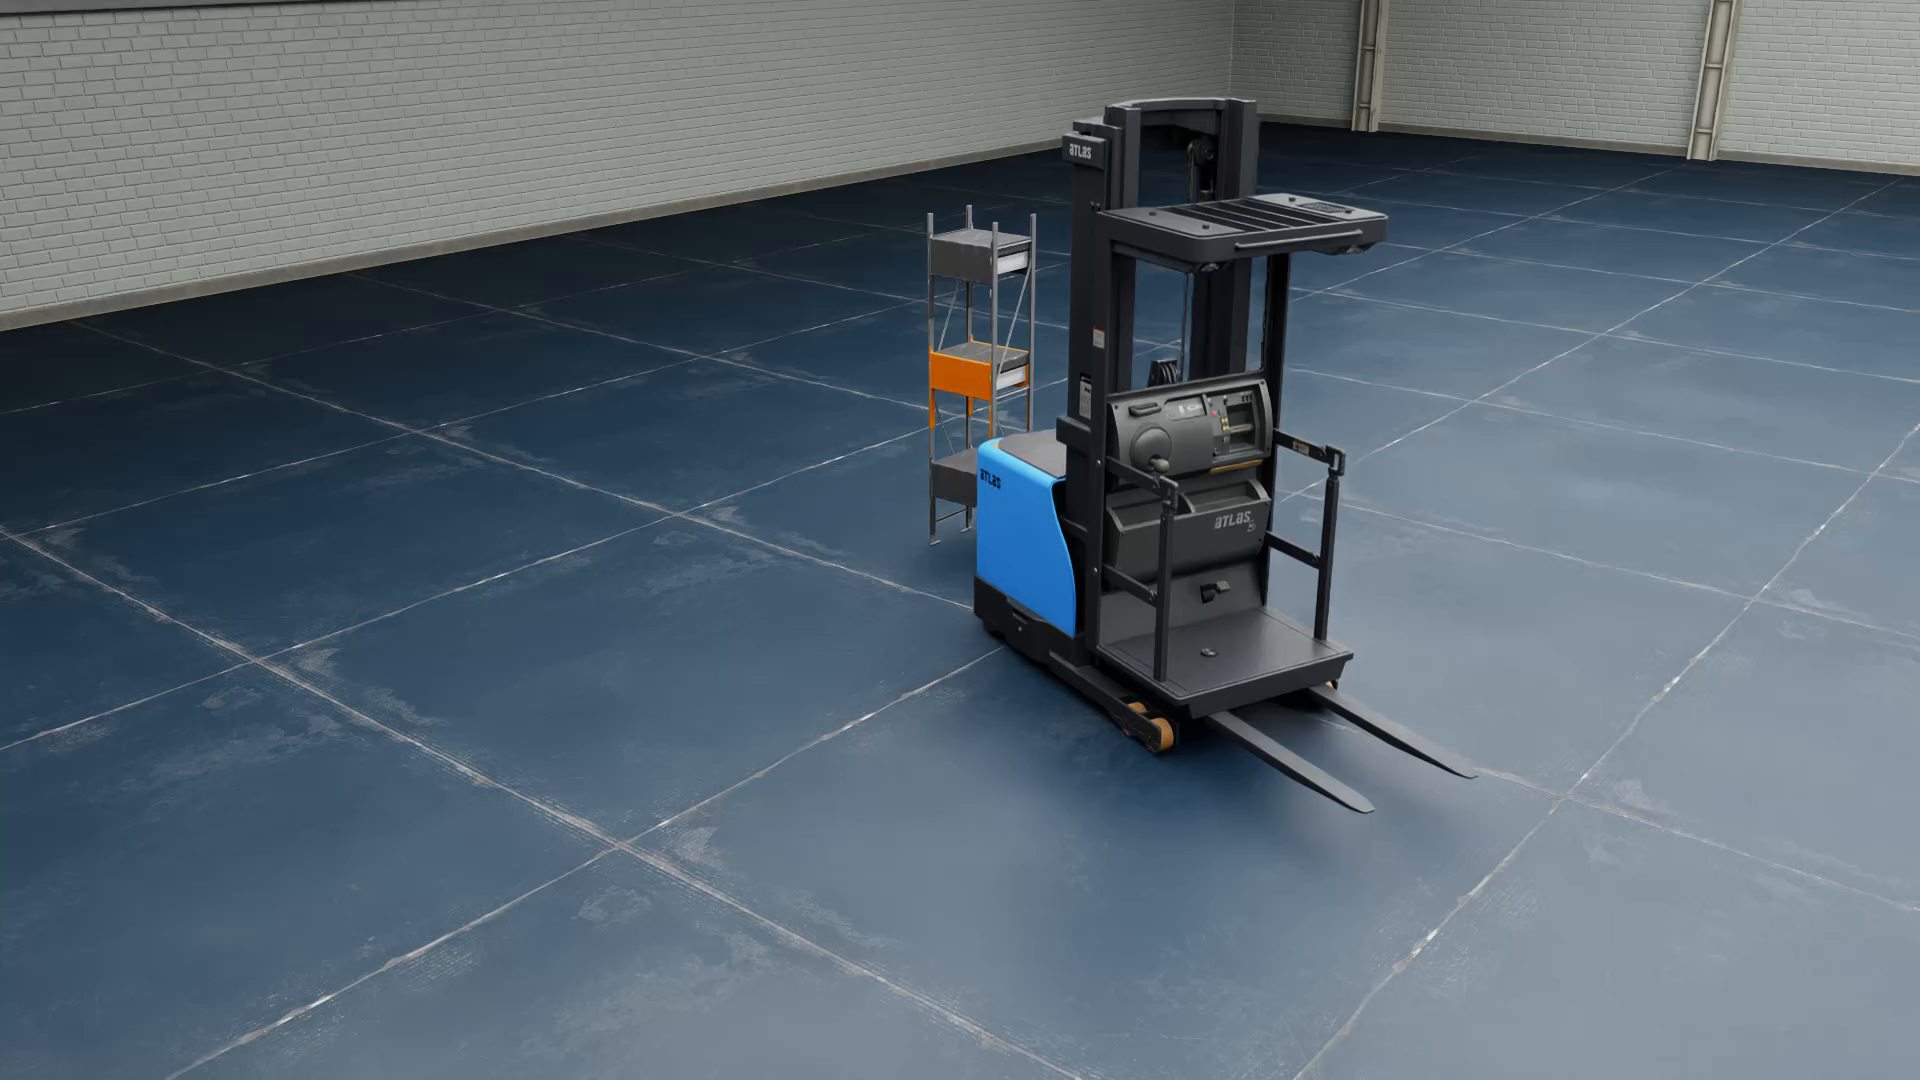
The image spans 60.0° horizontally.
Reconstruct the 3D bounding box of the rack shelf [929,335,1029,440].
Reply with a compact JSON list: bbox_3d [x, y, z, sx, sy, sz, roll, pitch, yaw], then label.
[{"bbox_3d":[0.128,-0.933,10.205,0.480,0.518,0.431,16,26,36],"label":"rack shelf"}]

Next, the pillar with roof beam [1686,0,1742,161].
[{"bbox_3d":[9.410,-9.267,22.490,0.400,9.000,9.100,16,26,36],"label":"pillar with roof beam"}]

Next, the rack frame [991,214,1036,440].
[{"bbox_3d":[0.317,-0.891,10.055,0.015,2.100,0.400,16,26,36],"label":"rack frame"}]

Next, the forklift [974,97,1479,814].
[{"bbox_3d":[1.244,-0.537,7.938,1.130,2.935,3.031,-11,23,-28],"label":"forklift"}]

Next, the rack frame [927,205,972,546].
[{"bbox_3d":[-0.061,-1.000,10.344,0.015,2.100,0.400,16,26,36],"label":"rack frame"}]

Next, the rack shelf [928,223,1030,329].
[{"bbox_3d":[0.128,-1.588,9.958,0.480,0.518,0.431,16,26,36],"label":"rack shelf"}]

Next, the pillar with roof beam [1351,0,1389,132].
[{"bbox_3d":[4.761,-10.606,26.040,0.400,9.000,9.100,16,26,36],"label":"pillar with roof beam"}]

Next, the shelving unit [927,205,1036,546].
[{"bbox_3d":[0.128,-0.946,10.200,0.503,2.100,0.431,16,26,36],"label":"shelving unit"}]

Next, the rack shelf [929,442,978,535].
[{"bbox_3d":[0.128,-0.278,10.452,0.480,0.518,0.431,16,26,36],"label":"rack shelf"}]
